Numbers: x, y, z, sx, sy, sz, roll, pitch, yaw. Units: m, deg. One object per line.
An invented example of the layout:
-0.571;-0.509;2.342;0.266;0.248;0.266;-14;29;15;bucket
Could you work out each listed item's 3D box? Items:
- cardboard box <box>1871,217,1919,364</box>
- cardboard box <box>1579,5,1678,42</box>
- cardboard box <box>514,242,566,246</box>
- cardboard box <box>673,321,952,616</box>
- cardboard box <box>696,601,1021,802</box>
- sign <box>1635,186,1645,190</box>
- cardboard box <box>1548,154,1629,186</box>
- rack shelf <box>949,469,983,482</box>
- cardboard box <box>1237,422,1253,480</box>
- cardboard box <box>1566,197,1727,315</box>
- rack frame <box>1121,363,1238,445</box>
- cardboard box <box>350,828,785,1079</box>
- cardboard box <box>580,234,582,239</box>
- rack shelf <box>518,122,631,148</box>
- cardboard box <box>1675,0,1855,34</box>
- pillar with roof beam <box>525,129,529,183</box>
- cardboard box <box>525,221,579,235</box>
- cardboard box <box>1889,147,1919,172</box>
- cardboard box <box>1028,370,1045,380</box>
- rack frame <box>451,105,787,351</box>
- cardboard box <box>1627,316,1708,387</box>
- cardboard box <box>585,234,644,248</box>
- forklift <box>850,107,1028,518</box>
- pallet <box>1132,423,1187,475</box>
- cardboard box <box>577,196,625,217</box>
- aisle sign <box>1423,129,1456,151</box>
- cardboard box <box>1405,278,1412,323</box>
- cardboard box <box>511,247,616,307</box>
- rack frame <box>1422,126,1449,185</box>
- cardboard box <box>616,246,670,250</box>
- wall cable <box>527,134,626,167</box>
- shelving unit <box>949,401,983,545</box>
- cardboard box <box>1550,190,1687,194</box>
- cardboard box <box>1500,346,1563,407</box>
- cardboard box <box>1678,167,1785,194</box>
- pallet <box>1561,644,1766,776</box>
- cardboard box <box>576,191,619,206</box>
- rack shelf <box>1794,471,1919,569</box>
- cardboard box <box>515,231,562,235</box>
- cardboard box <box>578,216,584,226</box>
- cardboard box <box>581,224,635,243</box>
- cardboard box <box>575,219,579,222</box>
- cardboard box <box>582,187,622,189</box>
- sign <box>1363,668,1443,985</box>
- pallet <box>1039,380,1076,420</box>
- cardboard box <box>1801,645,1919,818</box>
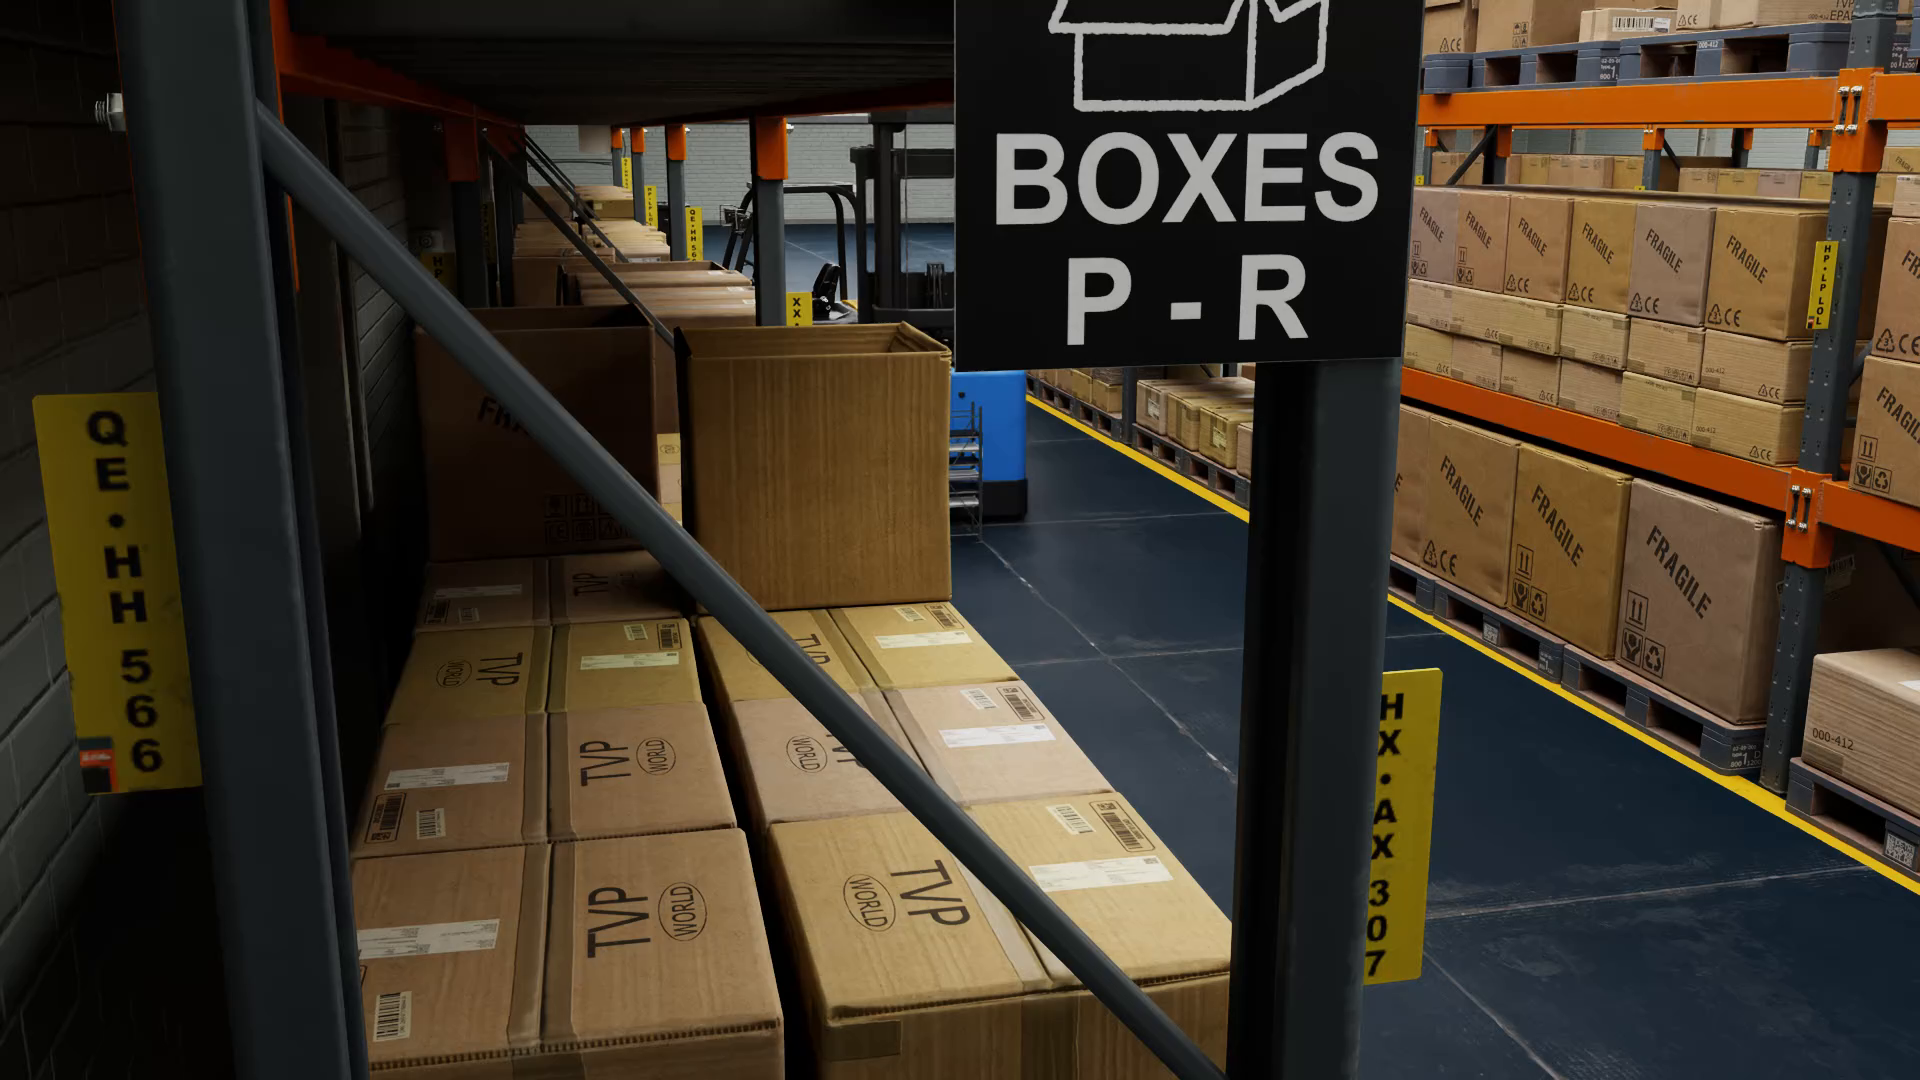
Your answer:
3.647;-0.877;5.877;0.500;0.500;0.500;-3;14;-13;cardboard box
3.180;-2.441;7.886;0.380;0.166;0.250;-2;14;-8;cardboard box
-2.563;-1.708;10.022;0.380;0.149;0.250;-4;14;-14;cardboard box
-0.312;-0.167;3.399;0.500;0.500;0.500;-3;14;-12;cardboard box
-0.200;0.310;3.026;0.500;0.250;0.500;-4;14;-14;cardboard box
6.140;-3.038;15.051;0.100;0.325;0.005;-3;14;-13;sign
6.391;-3.547;16.536;0.875;0.550;0.550;-3;14;-13;cardboard box
0.002;-0.403;10.821;0.258;0.077;0.200;-3;14;-13;rack shelf
2.527;-0.617;11.782;0.950;0.372;0.625;-4;14;-14;cardboard box
3.193;-1.326;7.717;0.500;0.500;0.500;-3;14;-11;cardboard box
1.891;-2.311;14.067;1.000;3.000;0.127;-3;14;-13;rack frame
-0.480;0.572;1.956;0.500;0.250;0.500;-3;14;-12;cardboard box
-2.783;-2.199;13.397;0.500;0.500;0.500;-4;14;-15;cardboard box
-3.402;-3.603;14.549;1.077;0.370;4.000;-3;14;-13;rack shelf
3.359;-2.275;6.902;0.500;0.311;0.500;-3;14;-13;cardboard box
-7.446;-12.821;44.443;9.100;9.000;0.548;-3;14;-13;pillar with roof beam
-3.058;-2.304;12.461;0.380;0.149;0.250;-4;14;-14;cardboard box
10.679;-4.092;18.412;0.500;0.500;0.500;-3;14;-13;cardboard box
0.985;-1.783;16.812;0.500;0.250;0.500;-3;14;-11;cardboard box
-1.054;-0.188;5.377;1.000;3.000;0.127;-3;14;-13;rack frame
3.306;-0.839;7.302;0.500;0.250;0.500;-3;14;-12;cardboard box
-2.250;-1.916;10.873;0.380;0.149;0.250;-3;14;-13;cardboard box
-0.235;-1.866;12.389;1.130;2.935;3.031;-2;14;-7;forklift
2.076;-0.777;13.663;1.003;0.211;1.213;-3;14;-13;pallet
-2.885;-2.686;13.398;0.380;0.149;0.250;-3;14;-12;cardboard box
5.432;-4.796;18.758;0.394;0.787;0.004;-3;14;-13;aisle sign
2.710;-1.428;9.713;0.500;0.250;0.500;-3;14;-14;cardboard box
-2.024;-1.236;8.570;0.500;0.500;0.500;-3;14;-11;cardboard box
5.740;-3.533;19.068;1.000;3.000;0.127;-3;14;-13;rack frame
-1.846;-1.626;9.685;0.380;0.149;0.250;-3;14;-12;cardboard box
-11.037;-11.826;46.912;3.097;2.526;0.112;-3;14;-13;wall cable
0.002;-0.435;10.813;0.258;0.900;0.210;-3;14;-13;shelving unit
3.445;-1.585;8.777;0.500;0.500;0.500;-3;14;-13;cardboard box
3.076;-0.836;8.345;0.500;0.250;0.500;-3;14;-13;cardboard box
6.802;-3.030;14.693;0.700;0.500;0.500;-4;14;-14;cardboard box
3.516;0.715;7.555;1.003;0.211;1.213;-3;14;-13;pallet
-3.174;-2.981;14.605;0.380;0.149;0.250;-3;14;-13;cardboard box
4.240;0.345;4.709;1.077;0.370;4.000;-3;14;-13;rack shelf
-2.810;-2.007;11.245;0.380;0.149;0.250;-3;14;-14;cardboard box
-3.222;-2.899;14.893;0.380;0.149;0.250;-3;14;-14;cardboard box
-2.552;-2.213;12.087;0.380;0.149;0.250;-3;14;-13;cardboard box
-3.388;-2.786;15.799;0.500;0.500;0.500;-3;14;-11;cardboard box
-3.407;-3.280;15.827;0.380;0.149;0.250;-3;14;-12;cardboard box
0.413;0.284;1.621;0.100;0.325;0.005;-3;14;-13;sign
1.409;-1.392;16.178;1.003;0.211;1.213;-3;14;-13;pallet
3.813;0.726;6.149;0.875;0.438;0.875;-3;14;-14;cardboard box
